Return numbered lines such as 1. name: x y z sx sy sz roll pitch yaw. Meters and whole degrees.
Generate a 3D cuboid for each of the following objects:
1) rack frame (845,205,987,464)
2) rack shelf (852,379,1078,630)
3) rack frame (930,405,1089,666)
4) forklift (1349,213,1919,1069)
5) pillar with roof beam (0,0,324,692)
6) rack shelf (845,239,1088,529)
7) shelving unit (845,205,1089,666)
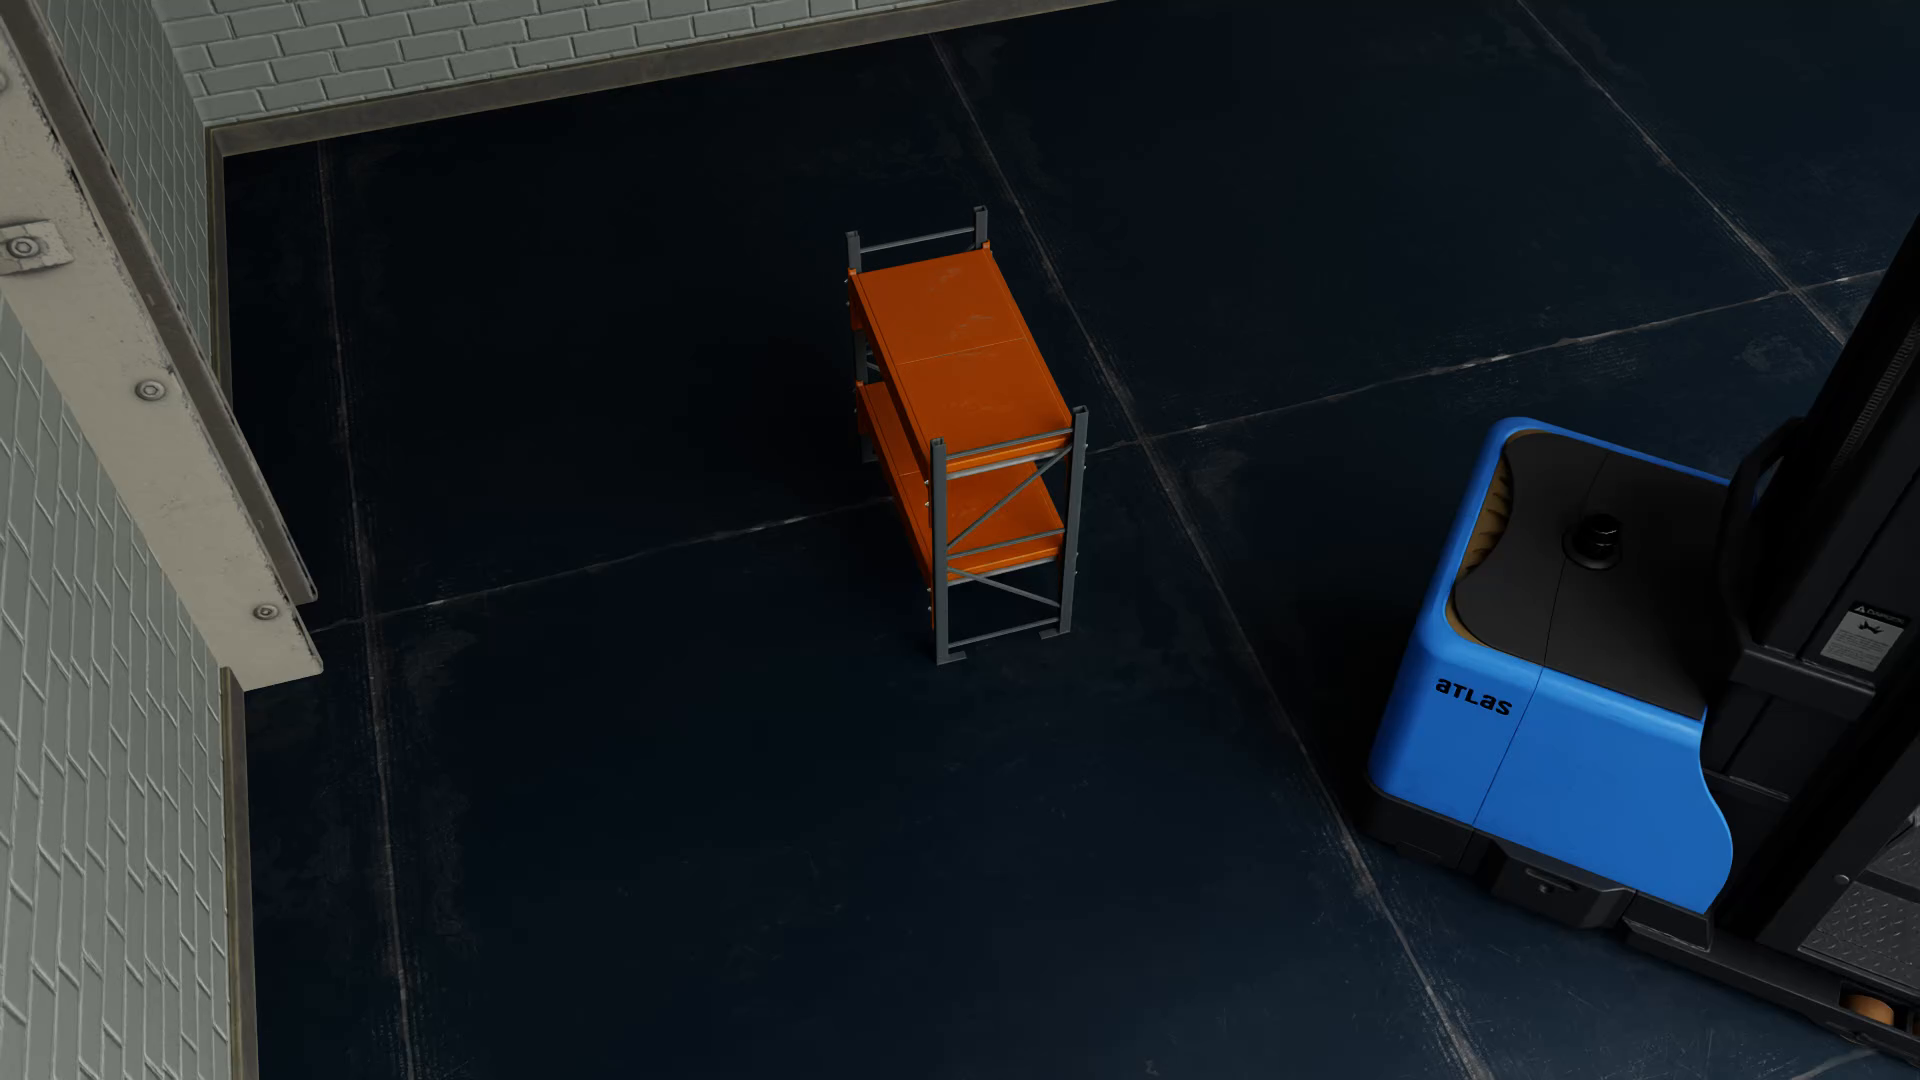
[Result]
1. rack frame: -0.148 -0.729 6.129 0.500 1.125 0.032 -13 51 -11
2. rack shelf: 0.002 -0.200 6.003 0.538 0.278 1.000 -13 51 -11
3. rack frame: 0.152 0.014 5.503 0.500 1.125 0.032 -13 51 -11
4. forklift: 2.824 0.160 4.198 3.031 2.935 1.130 20 53 16
5. pillar with roof beam: 1.665 -3.517 3.329 9.100 9.000 0.400 -13 51 -11
6. rack shelf: 0.002 -0.546 5.592 0.538 0.278 1.000 -13 51 -11
7. shelving unit: 0.002 -0.358 5.816 0.538 1.125 1.048 -13 51 -11
